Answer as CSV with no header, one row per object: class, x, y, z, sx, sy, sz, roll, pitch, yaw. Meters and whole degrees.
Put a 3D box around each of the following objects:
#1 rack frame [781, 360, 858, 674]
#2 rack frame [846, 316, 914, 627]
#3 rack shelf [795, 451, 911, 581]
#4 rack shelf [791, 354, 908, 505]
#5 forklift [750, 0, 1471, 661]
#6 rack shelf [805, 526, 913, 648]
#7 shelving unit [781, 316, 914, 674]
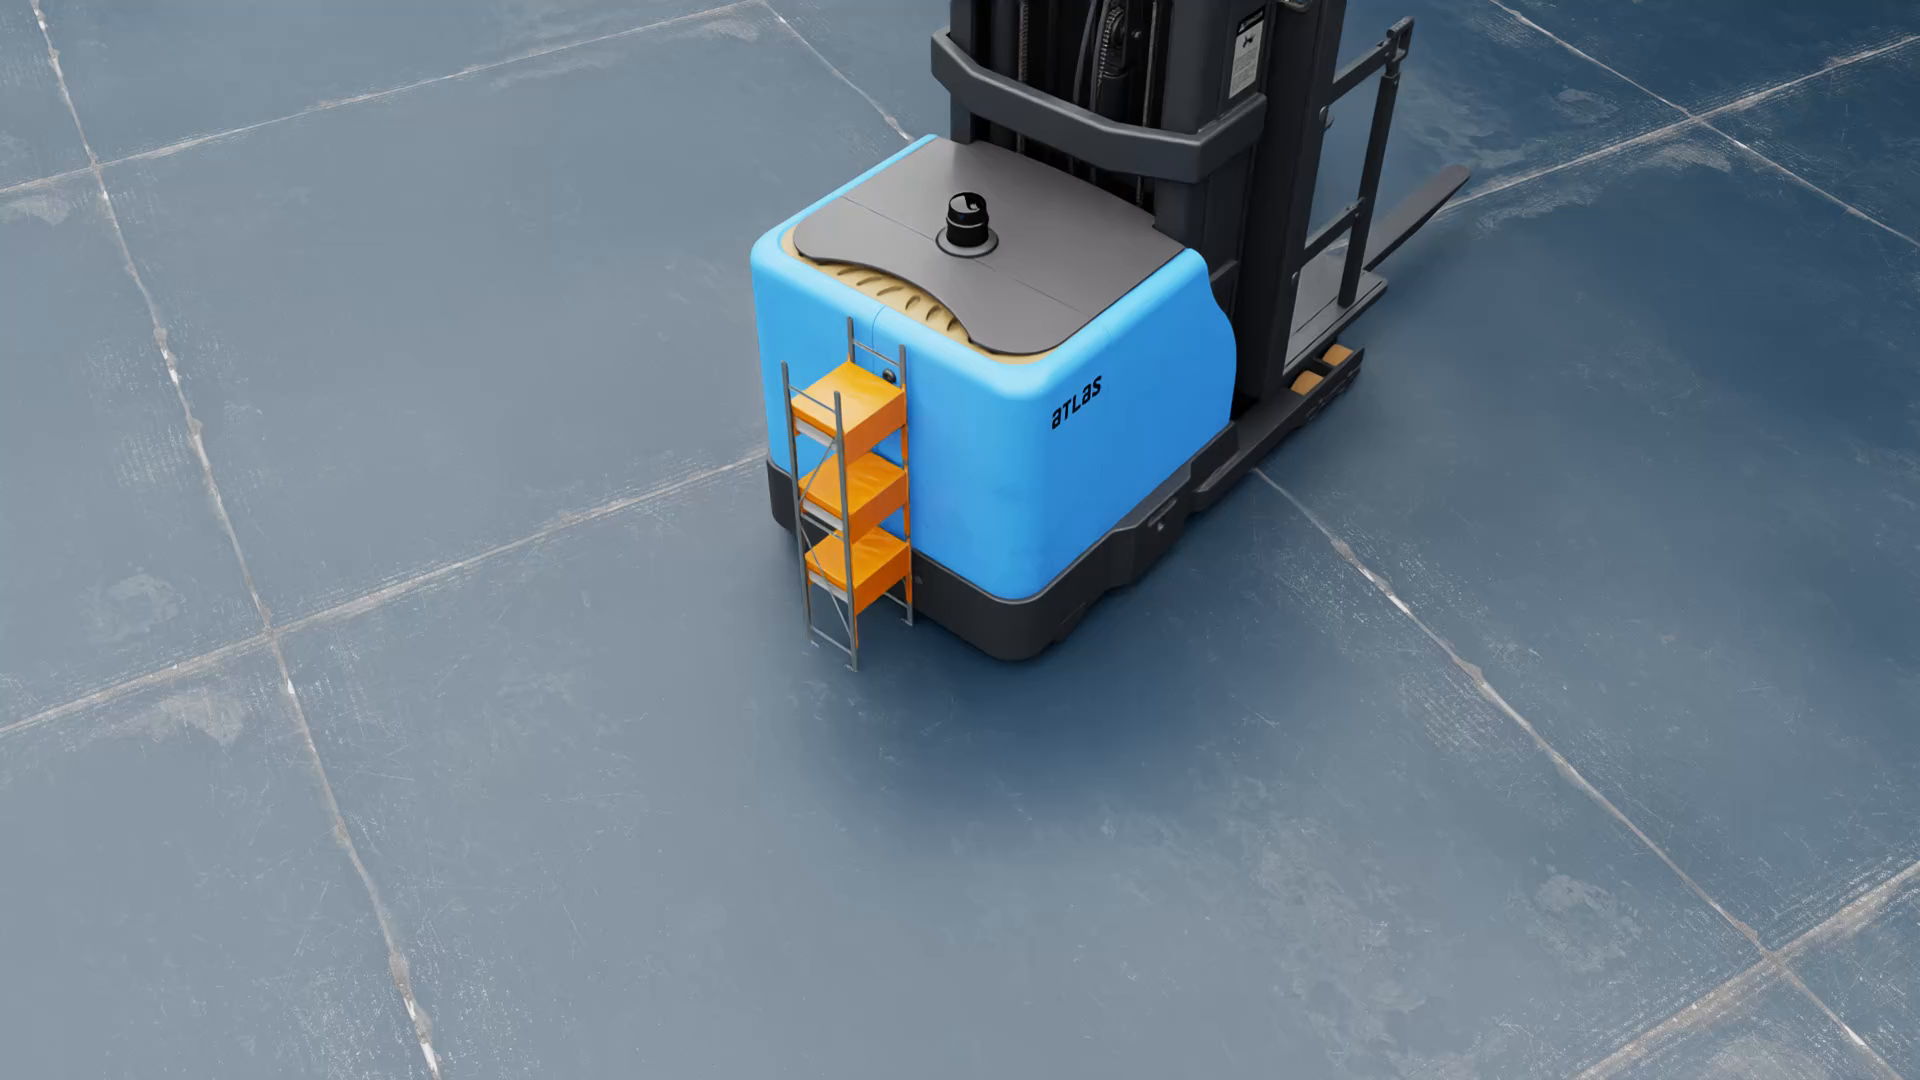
rack frame,-0.375,-0.033,4.530,0.200,1.050,0.008,30,52,28
rack frame,-0.218,-0.163,4.664,0.200,1.050,0.008,30,52,28
rack shelf,-0.297,-0.090,4.604,0.215,0.259,0.240,30,52,28
rack shelf,-0.297,-0.294,4.407,0.215,0.259,0.240,30,52,28
forklift,0.739,-1.663,4.859,1.130,2.935,3.031,30,52,28
rack shelf,-0.297,0.109,4.798,0.215,0.259,0.240,30,52,28
shelving unit,-0.297,-0.098,4.597,0.215,1.050,0.252,30,52,28
